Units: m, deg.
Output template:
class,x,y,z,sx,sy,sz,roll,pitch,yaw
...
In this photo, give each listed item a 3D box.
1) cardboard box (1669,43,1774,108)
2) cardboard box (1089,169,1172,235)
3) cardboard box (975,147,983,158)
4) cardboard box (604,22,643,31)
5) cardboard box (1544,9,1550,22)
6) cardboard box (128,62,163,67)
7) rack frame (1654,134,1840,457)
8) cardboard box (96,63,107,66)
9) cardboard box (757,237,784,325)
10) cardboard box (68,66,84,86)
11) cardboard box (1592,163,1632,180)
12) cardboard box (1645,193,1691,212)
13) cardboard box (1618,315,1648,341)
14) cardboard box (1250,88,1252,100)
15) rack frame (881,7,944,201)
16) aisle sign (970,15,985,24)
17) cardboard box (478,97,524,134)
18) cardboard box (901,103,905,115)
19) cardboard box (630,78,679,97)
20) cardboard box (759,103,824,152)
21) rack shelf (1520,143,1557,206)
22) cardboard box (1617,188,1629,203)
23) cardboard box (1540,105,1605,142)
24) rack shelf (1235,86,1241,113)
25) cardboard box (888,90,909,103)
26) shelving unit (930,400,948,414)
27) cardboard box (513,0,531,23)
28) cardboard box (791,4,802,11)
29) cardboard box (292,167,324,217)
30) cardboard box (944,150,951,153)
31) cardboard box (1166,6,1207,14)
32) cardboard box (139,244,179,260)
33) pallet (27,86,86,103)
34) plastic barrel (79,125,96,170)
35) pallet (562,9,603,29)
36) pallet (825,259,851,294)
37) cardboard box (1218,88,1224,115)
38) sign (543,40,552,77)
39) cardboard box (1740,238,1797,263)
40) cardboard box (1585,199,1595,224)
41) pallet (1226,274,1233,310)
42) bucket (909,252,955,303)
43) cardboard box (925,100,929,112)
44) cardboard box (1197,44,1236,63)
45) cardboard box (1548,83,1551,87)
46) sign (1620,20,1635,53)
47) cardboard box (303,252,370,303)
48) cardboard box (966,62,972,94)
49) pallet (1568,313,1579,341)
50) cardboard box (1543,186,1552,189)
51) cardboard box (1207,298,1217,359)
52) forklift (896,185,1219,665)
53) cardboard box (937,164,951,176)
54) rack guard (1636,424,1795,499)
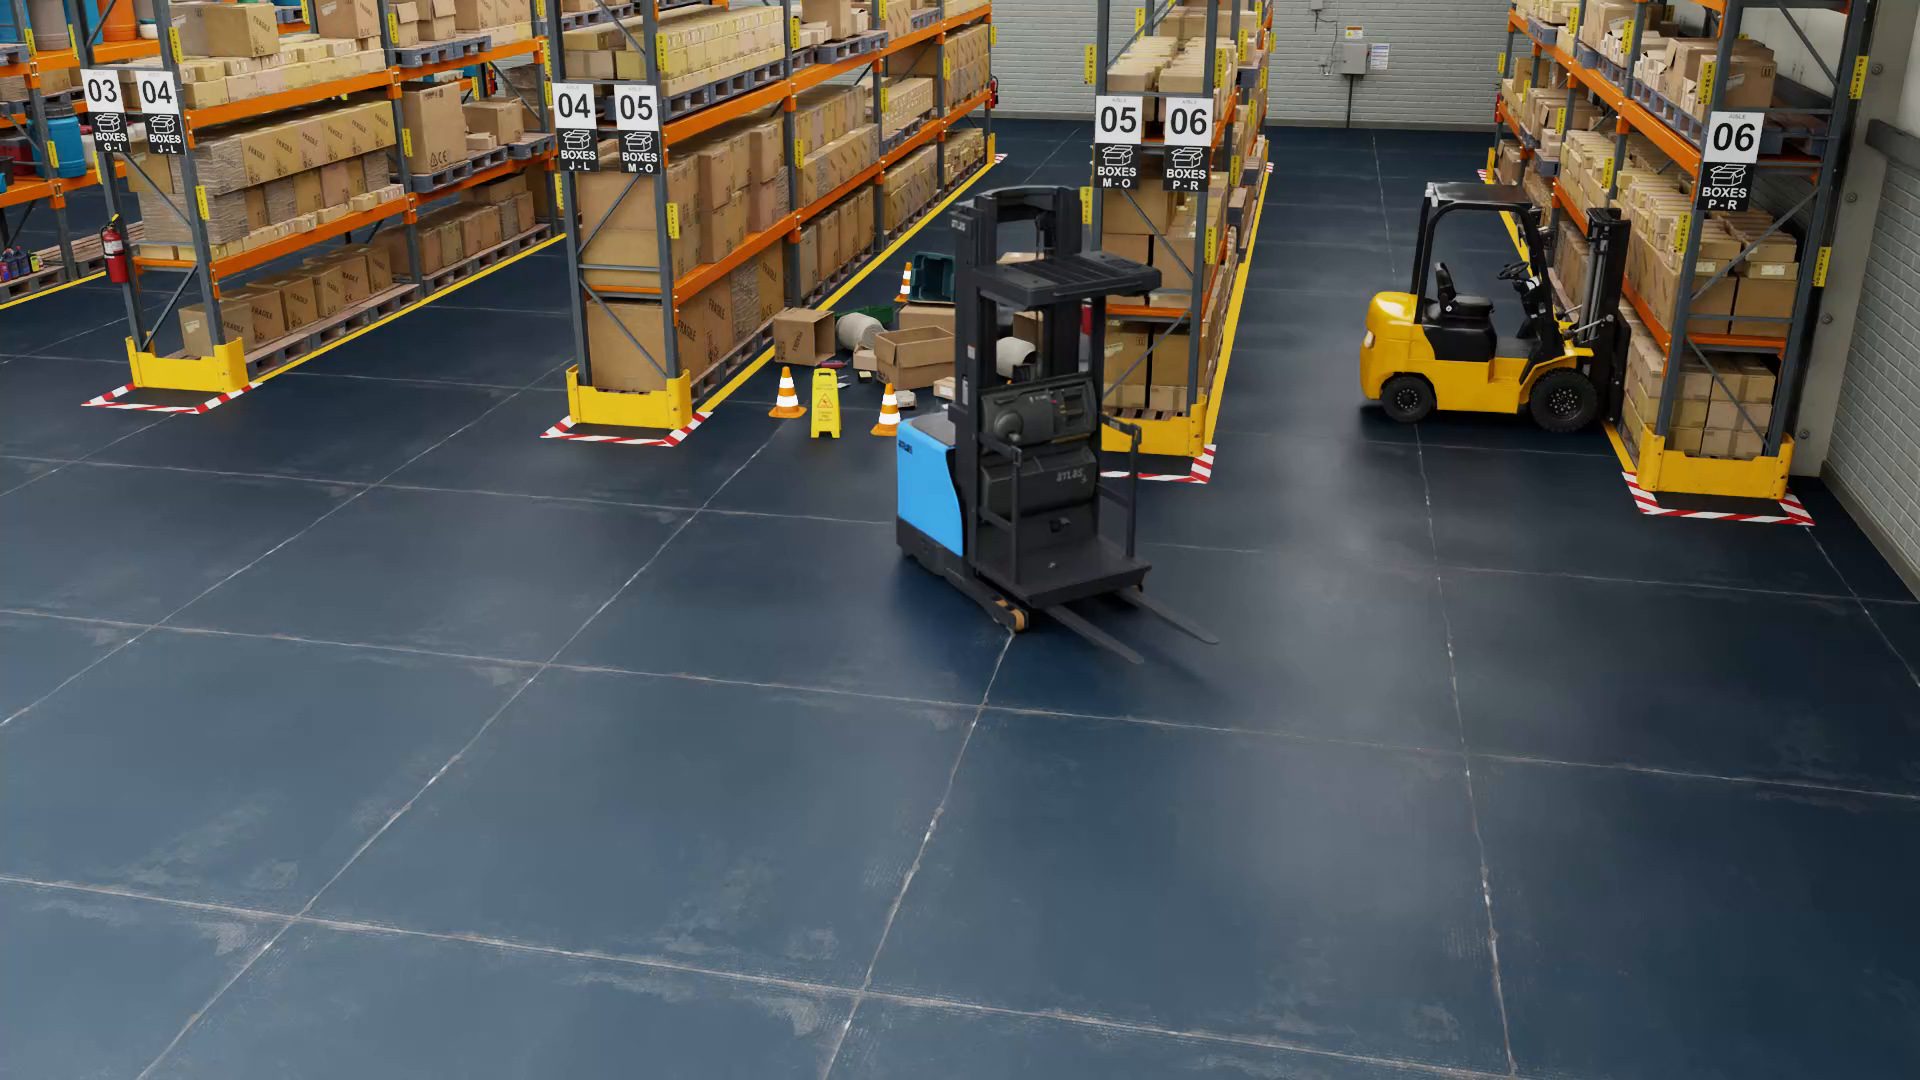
class,x,y,z,sx,sy,sz,roll,pitch,yaw
cardboard box,6.680,-4.076,14.613,0.700,0.500,0.500,5,22,11
cardboard box,1.552,-3.078,15.110,0.700,0.500,0.500,4,22,10
cardboard box,0.203,-6.980,29.925,0.380,0.149,0.250,5,23,13
cardboard box,-3.260,-4.973,16.243,0.380,0.149,0.250,5,22,11
cardboard box,8.253,-7.209,22.864,0.380,0.149,0.250,5,22,12
cardboard box,-8.121,-4.700,16.661,0.380,0.149,0.250,4,22,9
rack frame,6.522,-1.849,13.930,1.000,3.000,0.127,4,22,11
cardboard box,-15.437,-8.376,30.001,0.500,0.500,0.500,5,22,12
cardboard box,-2.585,-3.014,19.104,0.875,0.875,0.875,5,22,12
cardboard box,-15.604,-8.212,29.032,0.700,0.500,0.500,-3,22,-7
cardboard box,7.251,-4.089,18.489,0.380,0.149,0.250,4,22,9
cardboard box,6.797,-3.226,15.949,0.380,0.149,0.250,4,22,11
cardboard box,6.613,-1.982,16.039,0.500,0.250,0.500,4,22,10
cardboard box,3.726,-6.006,22.779,0.500,0.500,0.500,5,22,11
rack frame,-0.756,-6.955,26.608,1.000,3.000,0.127,4,22,11
aisle sign,0.369,-9.628,29.765,0.394,0.787,0.004,4,22,11
cardboard box,-6.478,-5.948,23.412,0.500,0.500,0.500,2,22,4
cardboard box,-1.016,-6.341,24.460,0.380,0.149,0.250,4,22,10
cardboard box,-2.821,-4.184,15.352,0.380,0.149,0.250,5,22,11
cardboard box,-2.087,-5.095,20.517,0.700,0.500,0.500,5,22,11
rack shelf,8.562,-5.173,23.145,1.077,0.370,4.000,4,22,11
cardboard box,7.015,-3.563,17.183,0.380,0.149,0.250,4,22,10
cardboard box,8.306,-5.629,22.614,0.797,0.503,0.637,4,22,10
rack shelf,2.886,-5.478,19.889,1.077,0.370,4.000,4,22,11
cardboard box,-0.967,-6.573,24.636,0.380,0.149,0.250,4,22,10
shelving unit,-0.112,-0.585,13.402,0.215,1.050,0.252,4,22,11
cardboard box,-6.260,-7.384,22.854,0.500,0.500,0.500,5,22,12
cardboard box,-1.935,-6.836,21.720,0.500,0.311,0.500,4,22,11
cardboard box,-7.658,-3.919,18.536,0.875,0.500,0.500,4,22,11
cardboard box,-0.365,-6.406,27.703,0.380,0.149,0.250,4,22,10
cardboard box,2.658,-6.034,19.276,0.500,0.250,0.500,5,22,12
cardboard box,-8.184,-2.985,17.087,0.380,0.149,0.250,4,22,11
pallet,-15.558,-7.754,28.848,1.003,0.211,1.213,4,22,11
plastic barrel,-11.662,-5.218,22.114,0.433,0.535,0.433,0,22,0
pallet,-6.103,-7.860,25.092,1.003,0.211,1.213,6,23,13
pallet,-2.058,-3.472,21.691,1.003,0.211,1.213,4,22,11
cardboard box,2.137,-4.033,15.140,0.500,0.250,0.500,4,22,10
sign,-3.733,-4.379,15.116,0.100,0.325,0.005,4,22,11
cardboard box,6.799,-2.441,13.999,0.380,0.149,0.250,4,22,10
cardboard box,7.282,-3.631,18.555,0.500,0.250,0.500,4,22,11
pallet,2.882,-3.128,20.838,1.003,0.211,1.213,4,22,11
bucket,-0.159,-2.991,19.111,0.726,0.611,0.620,13,15,29
cardboard box,-0.696,-6.778,25.943,0.380,0.149,0.250,5,22,11
cardboard box,2.584,-4.907,16.777,0.380,0.149,0.250,5,22,12
cardboard box,9.846,-7.392,27.496,0.500,0.250,0.500,5,22,11
sign,6.805,-5.127,16.941,0.100,0.325,0.005,4,22,11
cardboard box,-7.454,-3.127,19.886,0.500,0.500,0.500,12,25,28
cardboard box,-0.096,-7.863,28.330,0.500,0.500,0.500,6,23,14
pallet,7.450,-2.291,18.760,1.003,0.211,1.213,4,22,11
cardboard box,8.405,-4.880,23.371,0.380,0.149,0.250,5,22,11
cardboard box,2.314,-2.151,16.793,0.500,0.500,0.500,5,22,12
forklift,0.676,-0.899,11.663,1.130,2.935,3.031,-12,25,-28
cardboard box,-0.369,-6.074,27.276,0.380,0.149,0.250,5,23,13
rack guard,6.517,-0.681,14.375,1.175,0.500,0.348,4,22,11
